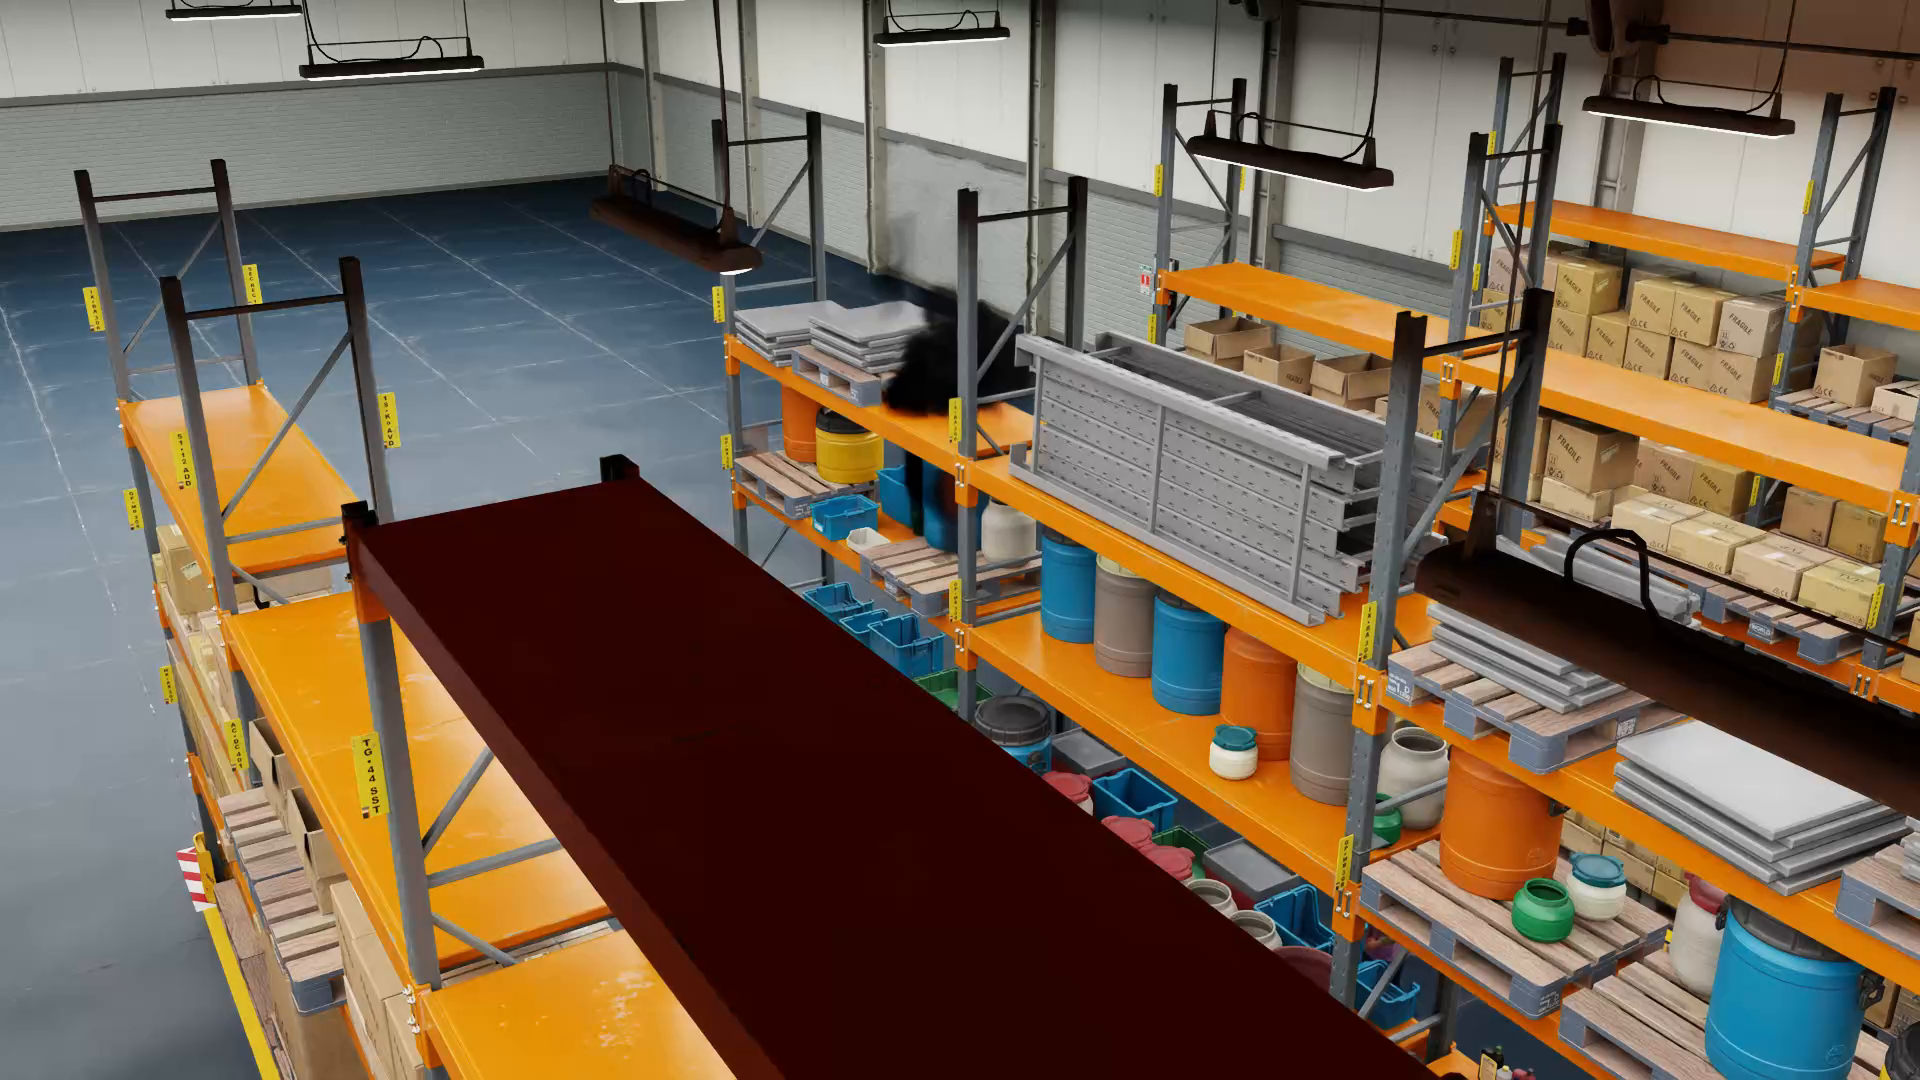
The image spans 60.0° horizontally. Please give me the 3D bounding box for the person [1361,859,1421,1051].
[{"bbox_3d":[3.043,2.932,11.867,0.538,1.596,0.844,-16,27,-34],"label":"person"}]
